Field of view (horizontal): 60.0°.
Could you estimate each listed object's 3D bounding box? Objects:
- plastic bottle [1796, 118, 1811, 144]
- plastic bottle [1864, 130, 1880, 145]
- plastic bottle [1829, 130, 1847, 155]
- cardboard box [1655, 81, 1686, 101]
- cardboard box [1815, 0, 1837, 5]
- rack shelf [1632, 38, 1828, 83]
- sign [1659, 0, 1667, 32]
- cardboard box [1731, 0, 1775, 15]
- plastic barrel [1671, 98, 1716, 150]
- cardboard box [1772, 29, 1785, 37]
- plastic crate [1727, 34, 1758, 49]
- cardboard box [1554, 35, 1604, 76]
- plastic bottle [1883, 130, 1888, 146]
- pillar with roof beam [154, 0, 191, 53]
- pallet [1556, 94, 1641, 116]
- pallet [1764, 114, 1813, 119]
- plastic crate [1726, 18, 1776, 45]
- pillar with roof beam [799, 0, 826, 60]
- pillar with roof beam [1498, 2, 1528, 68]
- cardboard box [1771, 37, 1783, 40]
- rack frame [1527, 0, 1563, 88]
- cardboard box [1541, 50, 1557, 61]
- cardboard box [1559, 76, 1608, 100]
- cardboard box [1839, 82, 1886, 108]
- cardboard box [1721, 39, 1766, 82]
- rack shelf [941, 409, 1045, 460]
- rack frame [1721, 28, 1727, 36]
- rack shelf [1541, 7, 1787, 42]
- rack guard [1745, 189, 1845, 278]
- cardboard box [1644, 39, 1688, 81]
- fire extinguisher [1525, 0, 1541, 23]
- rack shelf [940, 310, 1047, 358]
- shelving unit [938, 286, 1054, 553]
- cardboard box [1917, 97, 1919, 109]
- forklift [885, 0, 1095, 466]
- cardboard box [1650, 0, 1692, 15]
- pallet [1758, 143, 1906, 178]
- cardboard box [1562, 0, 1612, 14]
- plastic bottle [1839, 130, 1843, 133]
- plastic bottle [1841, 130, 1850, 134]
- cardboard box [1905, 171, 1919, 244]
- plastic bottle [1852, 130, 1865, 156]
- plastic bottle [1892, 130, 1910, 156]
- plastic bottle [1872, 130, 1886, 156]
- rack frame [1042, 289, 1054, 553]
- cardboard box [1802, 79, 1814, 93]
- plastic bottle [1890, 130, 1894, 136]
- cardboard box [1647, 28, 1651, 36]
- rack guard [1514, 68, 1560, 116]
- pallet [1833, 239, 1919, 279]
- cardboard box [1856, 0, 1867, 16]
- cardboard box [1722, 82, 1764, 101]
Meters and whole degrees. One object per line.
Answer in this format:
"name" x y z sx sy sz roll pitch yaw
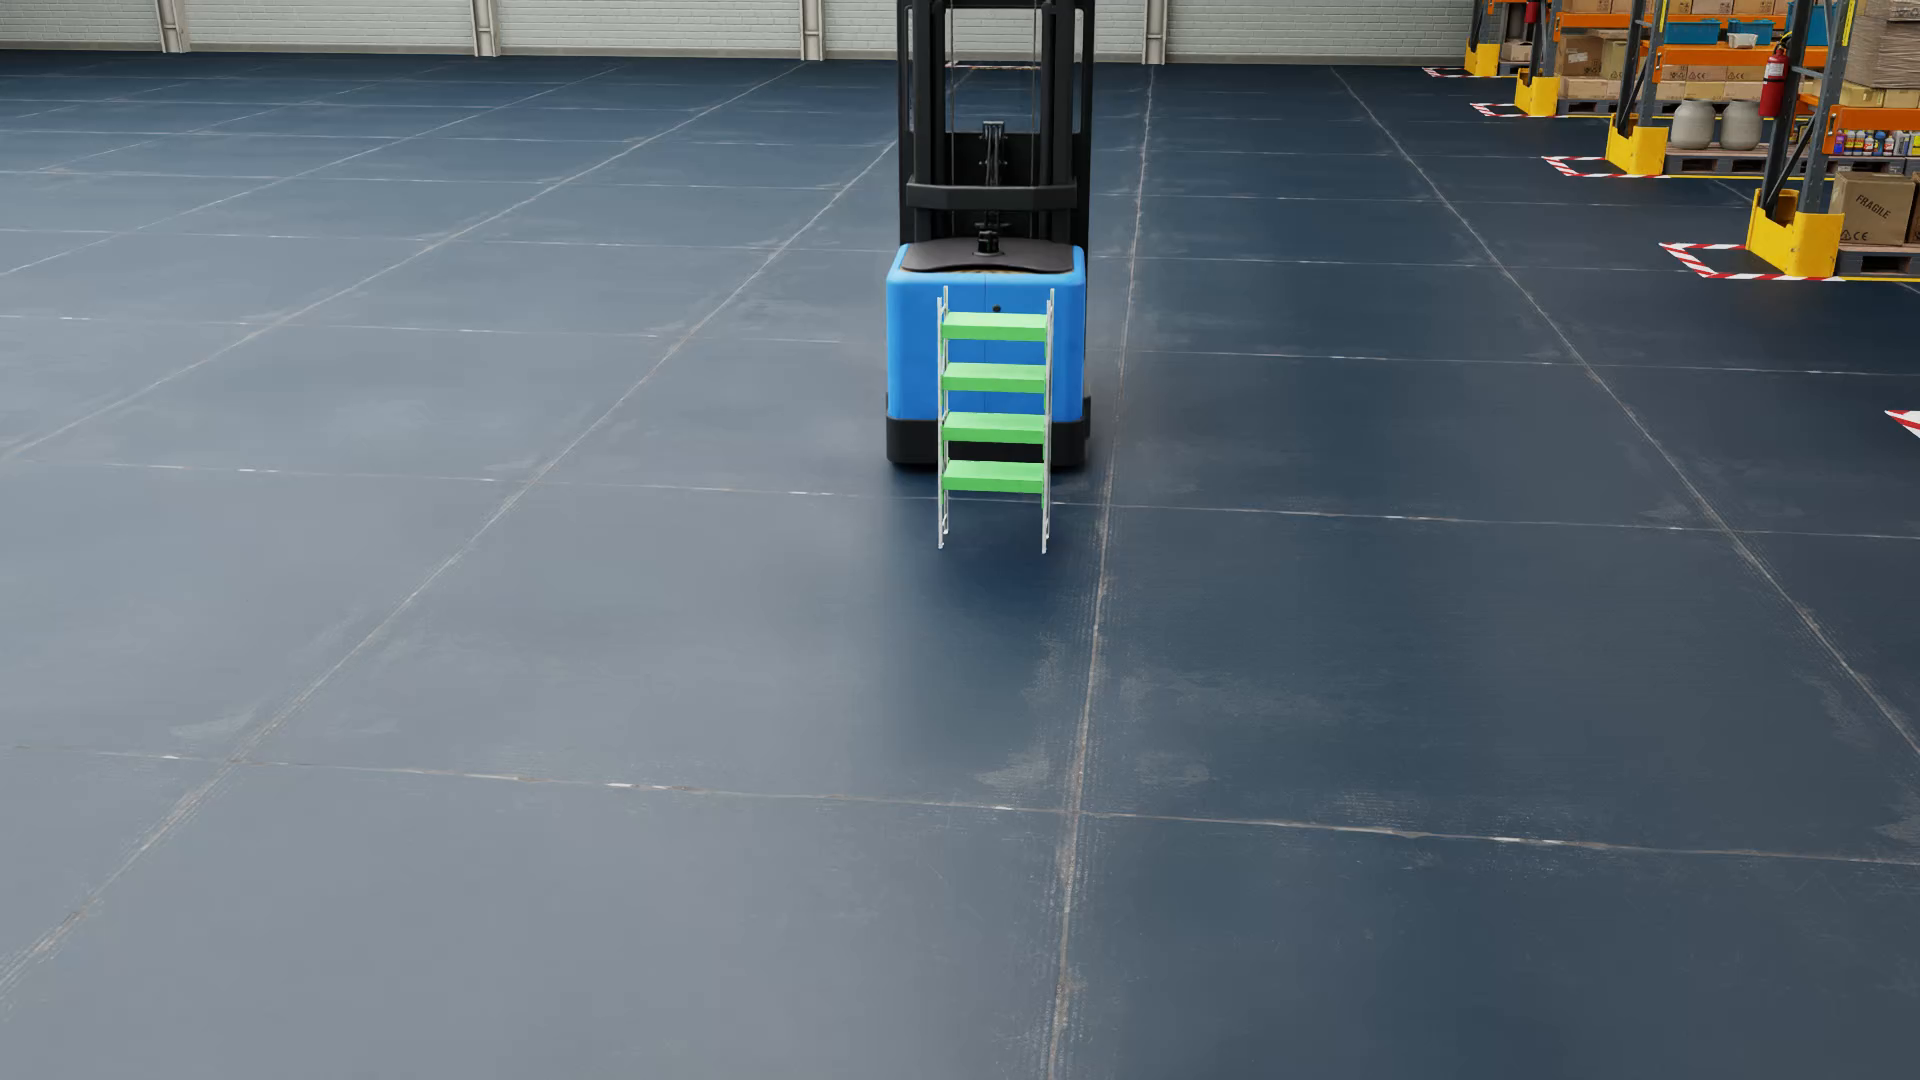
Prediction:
"plastic bottle" 9.348 -4.531 18.418 0.133 0.283 0.061 3 22 8
"plastic bottle" 9.972 -4.431 18.173 0.135 0.276 0.152 2 22 6
"plastic bottle" 9.341 -4.241 17.682 0.133 0.283 0.061 3 22 7
"cardboard box" 9.441 -6.086 22.423 0.500 0.250 0.500 2 22 6
"cardboard box" 11.472 -7.206 21.952 0.500 0.500 0.700 2 22 5
"rack shelf" 9.340 -5.087 17.705 4.000 0.370 1.077 2 22 6
"sign" 7.285 -5.436 17.233 0.005 0.325 0.100 2 22 6
"cardboard box" 10.449 -7.250 22.062 0.500 0.500 0.700 3 22 7
"plastic barrel" 8.017 -4.546 18.170 0.421 0.512 0.421 0 22 0
"cardboard box" 13.225 -7.968 26.816 0.500 0.500 0.700 3 22 8
"plastic crate" 8.205 -5.229 17.445 0.250 0.136 0.298 2 22 6
"cardboard box" 8.508 -6.667 22.872 0.500 0.500 0.500 2 22 6
"plastic bottle" 10.227 -4.493 18.321 0.133 0.283 0.061 3 22 9
"pillar with roof beam" -15.023 -11.667 25.211 0.400 9.000 9.100 2 22 6
"pallet" 8.705 -6.002 22.833 1.213 0.211 1.003 2 22 6
"pallet" 11.128 -5.896 22.566 1.213 0.211 1.003 2 22 6
"plastic crate" 8.531 -5.496 17.964 0.408 0.251 0.499 2 22 6
"pillar with roof beam" -3.106 -11.148 23.898 0.400 9.000 9.100 2 22 6
"pillar with roof beam" 8.810 -10.629 22.584 0.400 9.000 9.100 2 22 6
"cardboard box" 10.992 -6.562 22.606 0.500 0.500 0.500 2 22 6
"rack frame" 7.941 -7.316 22.366 0.127 3.000 1.000 2 22 6
"cardboard box" 9.763 -7.992 27.133 0.500 0.311 0.500 4 22 11
"cardboard box" 8.447 -6.128 22.530 0.500 0.250 0.500 2 22 6
"cardboard box" 7.026 -3.483 13.012 0.250 0.149 0.380 2 22 6
"cardboard box" 10.435 -6.395 22.184 0.500 0.500 0.500 2 22 6
"rack shelf" 0.164 -0.491 7.725 0.480 0.148 0.258 2 22 6
"rack frame" 12.492 -8.952 26.503 0.127 3.000 1.000 2 22 6
"rack shelf" 9.927 -6.895 22.279 4.000 0.370 1.077 2 22 6
"rack guard" 6.847 -2.534 13.669 0.348 0.500 1.175 2 22 6
"cardboard box" 9.442 -6.439 22.296 0.500 0.500 0.500 2 22 6
"fire extinguisher" 7.878 -7.455 22.822 0.183 0.674 0.296 2 22 6
"rack shelf" 0.164 -0.938 7.548 0.480 0.148 0.258 2 22 6
"shelving unit" 0.164 -0.551 7.701 0.503 1.200 0.258 2 22 6
"cardboard box" 7.519 -3.449 12.926 0.250 0.149 0.380 2 22 6
"forklift" 0.210 -2.247 9.637 1.130 2.935 3.031 1 22 3
"cardboard box" 9.417 -7.293 22.172 0.500 0.500 0.700 3 22 7
"pallet" 9.449 -4.134 18.110 1.213 0.211 1.003 2 22 6
"cardboard box" 8.403 -7.338 22.284 0.500 0.500 0.700 3 22 6
"plastic bottle" 9.618 -4.418 18.244 0.097 0.201 0.097 0 22 0
"plastic bottle" 9.779 -4.528 18.319 0.185 0.351 0.144 3 22 9
"cardboard box" 7.987 -2.686 13.482 0.500 0.500 0.500 8 23 20
"plastic bottle" 9.558 -4.232 17.678 0.097 0.271 0.097 0 22 0
"plastic bottle" 9.981 -4.226 17.656 0.135 0.276 0.152 3 22 7
"plastic bottle" 9.759 -4.223 17.655 0.097 0.271 0.097 0 22 0
"rack frame" 0.407 -0.540 7.674 0.015 1.200 0.240 2 22 6
"cardboard box" 11.427 -6.000 22.205 0.500 0.250 0.500 2 22 6
"plastic bottle" 9.993 -4.268 17.753 0.133 0.283 0.061 2 22 6
"cardboard box" 11.457 -8.024 26.958 0.500 0.500 0.500 1 22 2
"rack guard" 7.917 -6.155 22.828 0.348 0.500 1.175 2 22 6
"pallet" 7.649 -2.351 13.600 1.213 0.211 1.003 2 22 6
"cardboard box" 7.347 -4.416 13.129 0.500 0.500 0.500 2 22 6
"cardboard box" 10.433 -6.041 22.310 0.500 0.250 0.500 2 22 6
